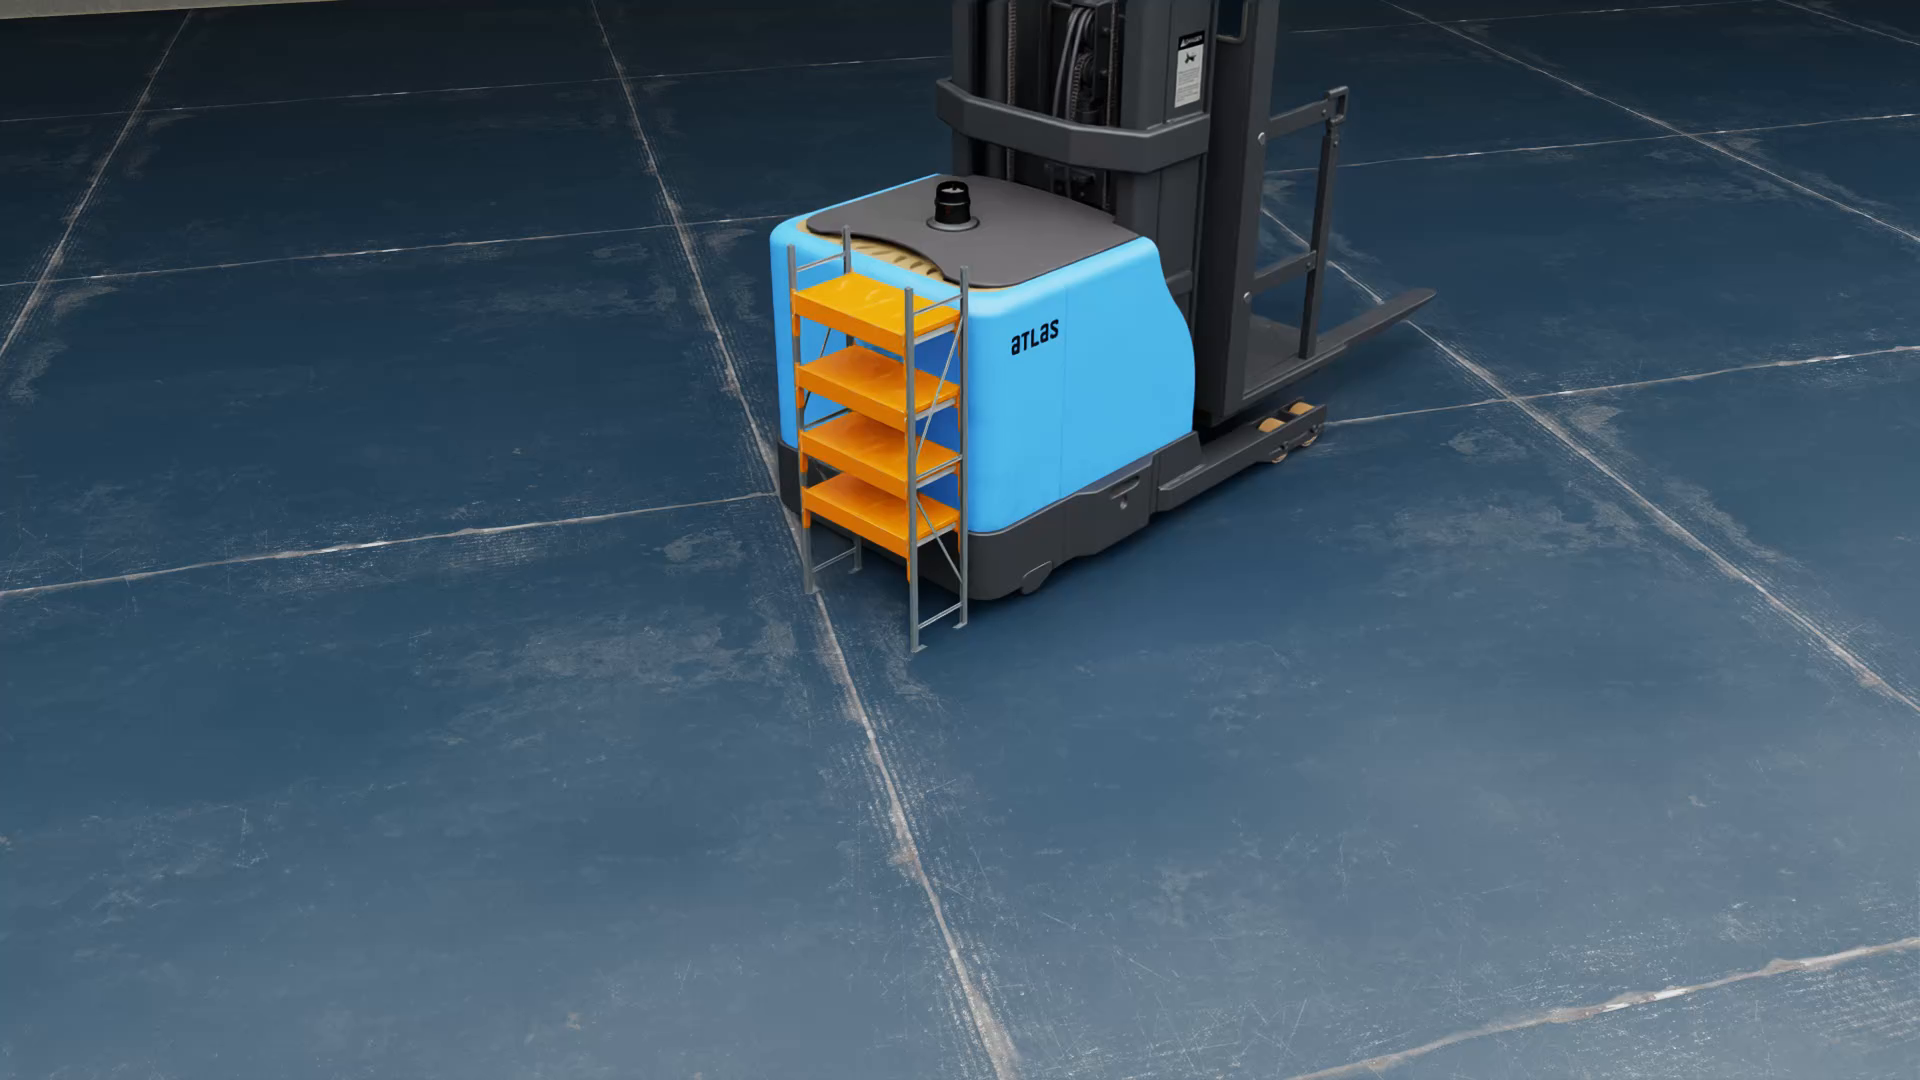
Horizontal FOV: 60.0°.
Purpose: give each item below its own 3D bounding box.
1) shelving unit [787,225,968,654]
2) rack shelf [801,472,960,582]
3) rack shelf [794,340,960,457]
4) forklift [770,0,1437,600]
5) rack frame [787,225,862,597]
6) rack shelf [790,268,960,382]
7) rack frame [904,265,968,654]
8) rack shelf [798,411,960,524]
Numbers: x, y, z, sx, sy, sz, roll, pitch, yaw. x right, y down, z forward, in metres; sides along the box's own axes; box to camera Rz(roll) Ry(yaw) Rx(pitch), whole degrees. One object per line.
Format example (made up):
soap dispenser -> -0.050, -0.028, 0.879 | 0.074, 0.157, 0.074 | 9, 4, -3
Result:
shelving unit -> -0.241, -0.295, 5.063 | 0.503, 1.200, 0.258 | 26, 39, 37
rack shelf -> -0.241, -0.065, 5.196 | 0.480, 0.148, 0.258 | 26, 39, 37
rack shelf -> -0.241, -0.431, 4.984 | 0.480, 0.148, 0.258 | 26, 39, 37
forklift -> 0.756, -1.718, 5.793 | 1.130, 2.935, 3.031 | 26, 39, 37
rack frame -> -0.417, -0.380, 5.209 | 0.015, 1.200, 0.240 | 26, 39, 37
rack shelf -> -0.241, -0.636, 4.866 | 0.480, 0.148, 0.258 | 26, 39, 37
rack frame -> -0.064, -0.211, 4.917 | 0.015, 1.200, 0.240 | 26, 39, 37
rack shelf -> -0.241, -0.237, 5.096 | 0.480, 0.148, 0.258 | 26, 39, 37
